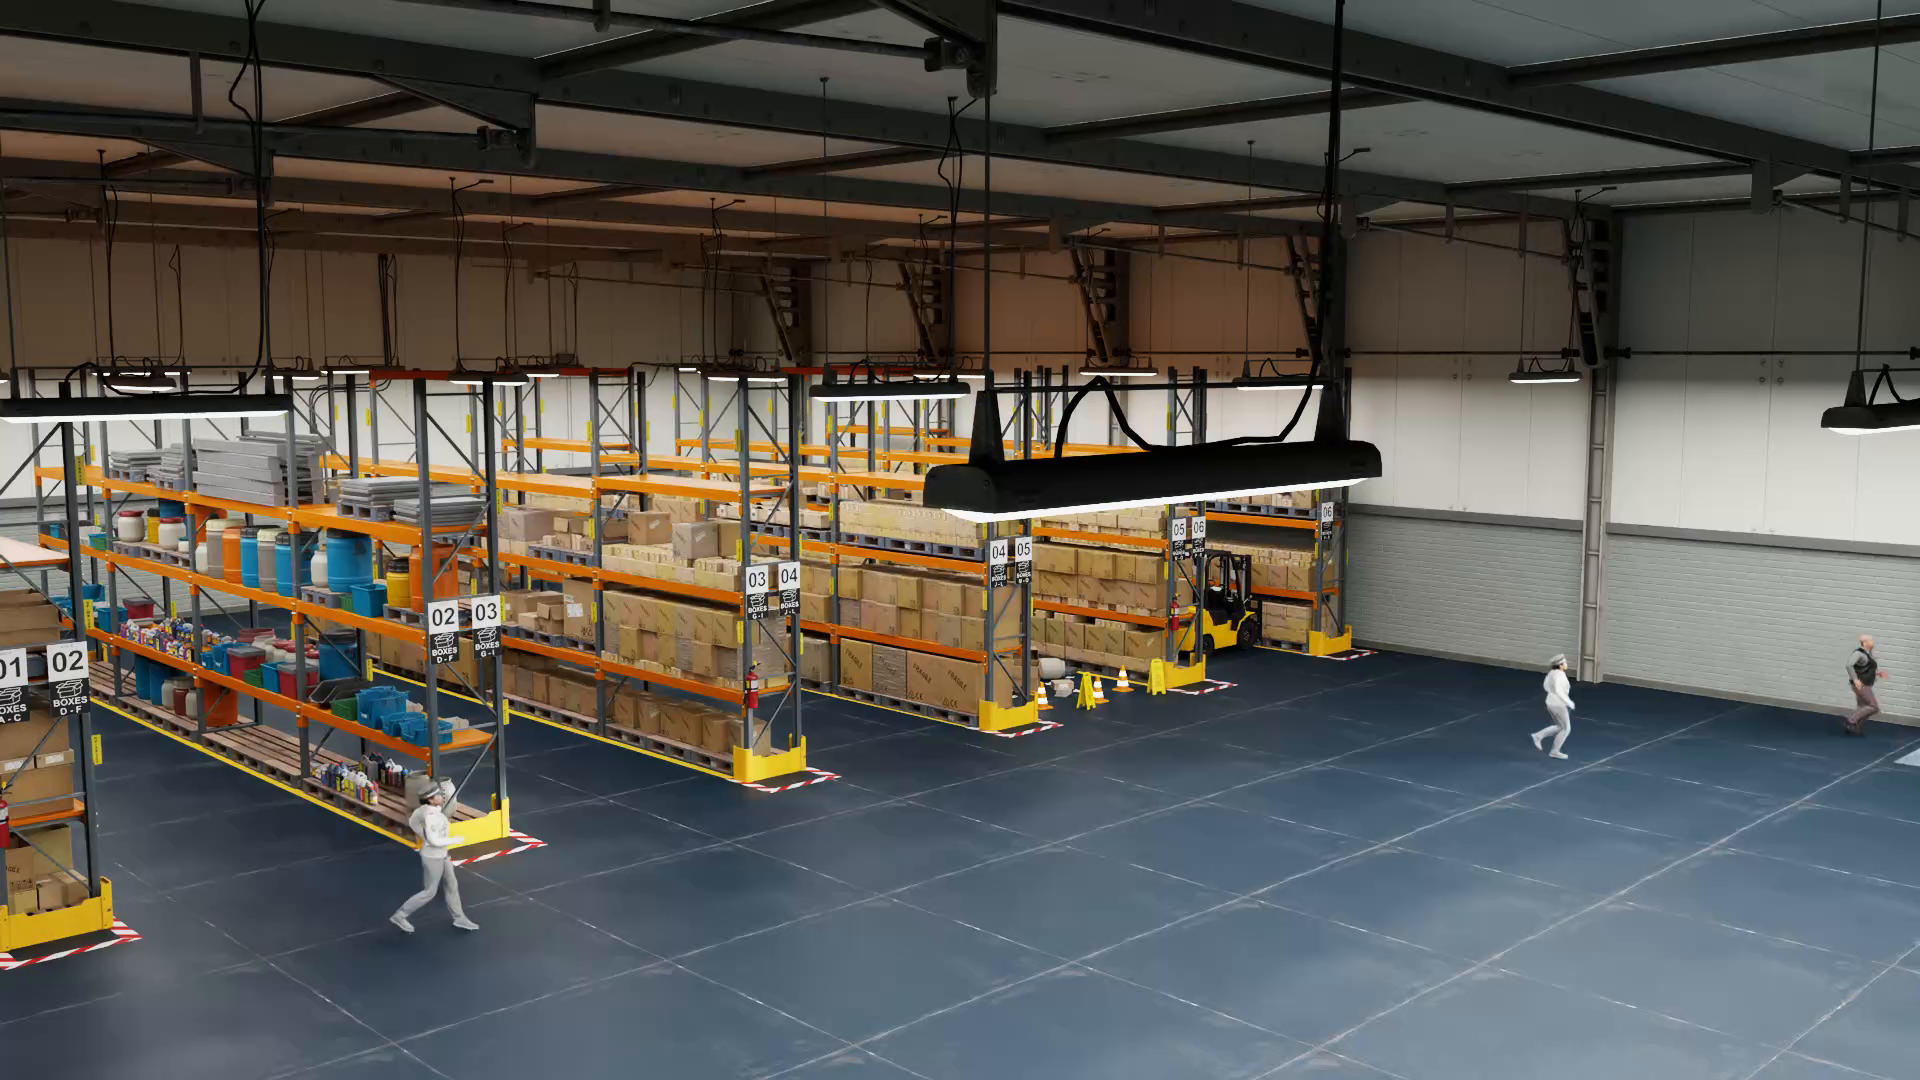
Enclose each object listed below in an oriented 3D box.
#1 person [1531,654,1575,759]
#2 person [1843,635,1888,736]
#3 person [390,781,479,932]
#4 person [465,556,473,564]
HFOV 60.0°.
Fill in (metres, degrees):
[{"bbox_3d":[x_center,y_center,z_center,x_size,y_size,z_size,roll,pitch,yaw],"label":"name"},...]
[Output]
[{"bbox_3d":[9.284,2.592,25.994,0.548,1.642,0.652,0,6,1],"label":"person"},{"bbox_3d":[14.940,2.397,27.418,0.601,1.686,0.667,5,8,35],"label":"person"},{"bbox_3d":[-5.719,3.457,18.034,0.923,1.714,0.624,-2,7,-18],"label":"person"},{"bbox_3d":[-11.548,1.051,39.194,0.680,1.711,0.609,1,6,5],"label":"person"}]
